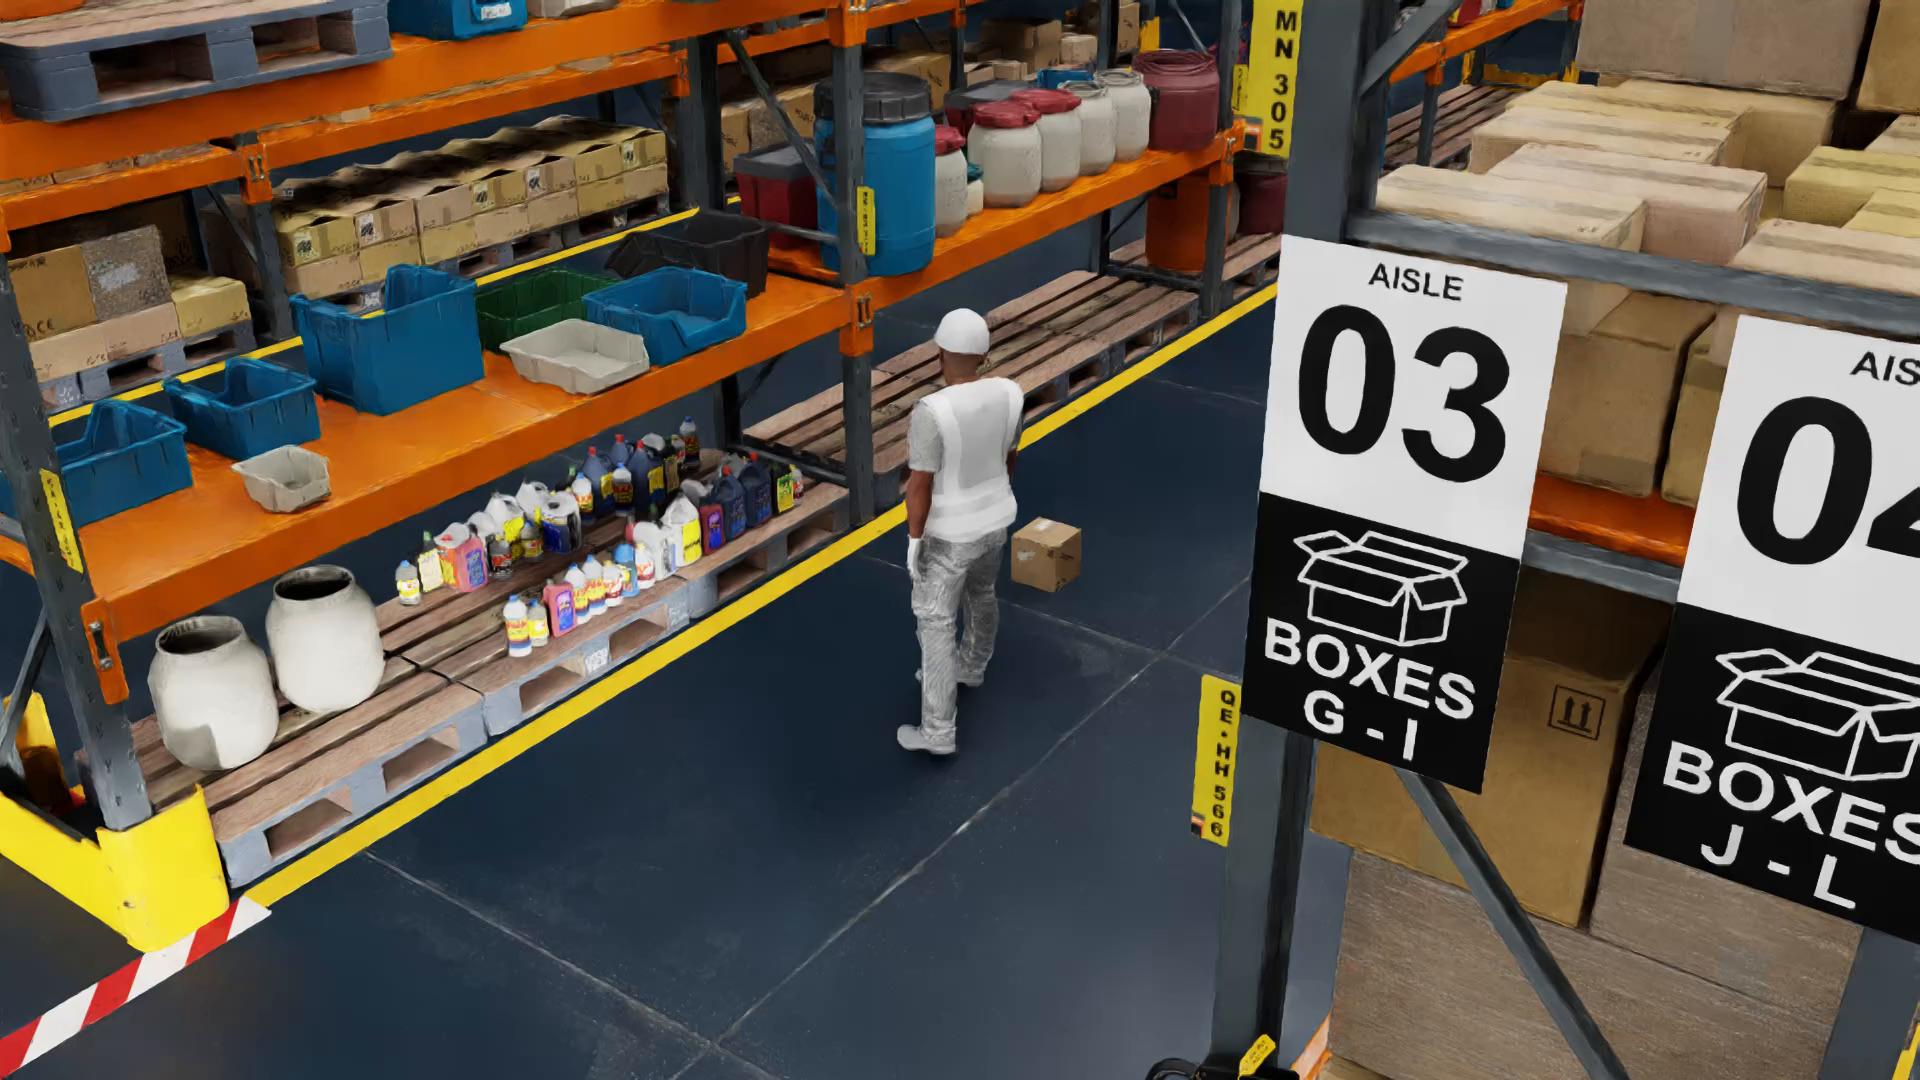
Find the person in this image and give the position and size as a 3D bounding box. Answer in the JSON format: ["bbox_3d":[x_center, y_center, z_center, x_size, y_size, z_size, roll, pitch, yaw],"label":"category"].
[{"bbox_3d":[-0.043,-0.052,6.696,0.660,1.779,0.568,-23,35,-38],"label":"person"}]
